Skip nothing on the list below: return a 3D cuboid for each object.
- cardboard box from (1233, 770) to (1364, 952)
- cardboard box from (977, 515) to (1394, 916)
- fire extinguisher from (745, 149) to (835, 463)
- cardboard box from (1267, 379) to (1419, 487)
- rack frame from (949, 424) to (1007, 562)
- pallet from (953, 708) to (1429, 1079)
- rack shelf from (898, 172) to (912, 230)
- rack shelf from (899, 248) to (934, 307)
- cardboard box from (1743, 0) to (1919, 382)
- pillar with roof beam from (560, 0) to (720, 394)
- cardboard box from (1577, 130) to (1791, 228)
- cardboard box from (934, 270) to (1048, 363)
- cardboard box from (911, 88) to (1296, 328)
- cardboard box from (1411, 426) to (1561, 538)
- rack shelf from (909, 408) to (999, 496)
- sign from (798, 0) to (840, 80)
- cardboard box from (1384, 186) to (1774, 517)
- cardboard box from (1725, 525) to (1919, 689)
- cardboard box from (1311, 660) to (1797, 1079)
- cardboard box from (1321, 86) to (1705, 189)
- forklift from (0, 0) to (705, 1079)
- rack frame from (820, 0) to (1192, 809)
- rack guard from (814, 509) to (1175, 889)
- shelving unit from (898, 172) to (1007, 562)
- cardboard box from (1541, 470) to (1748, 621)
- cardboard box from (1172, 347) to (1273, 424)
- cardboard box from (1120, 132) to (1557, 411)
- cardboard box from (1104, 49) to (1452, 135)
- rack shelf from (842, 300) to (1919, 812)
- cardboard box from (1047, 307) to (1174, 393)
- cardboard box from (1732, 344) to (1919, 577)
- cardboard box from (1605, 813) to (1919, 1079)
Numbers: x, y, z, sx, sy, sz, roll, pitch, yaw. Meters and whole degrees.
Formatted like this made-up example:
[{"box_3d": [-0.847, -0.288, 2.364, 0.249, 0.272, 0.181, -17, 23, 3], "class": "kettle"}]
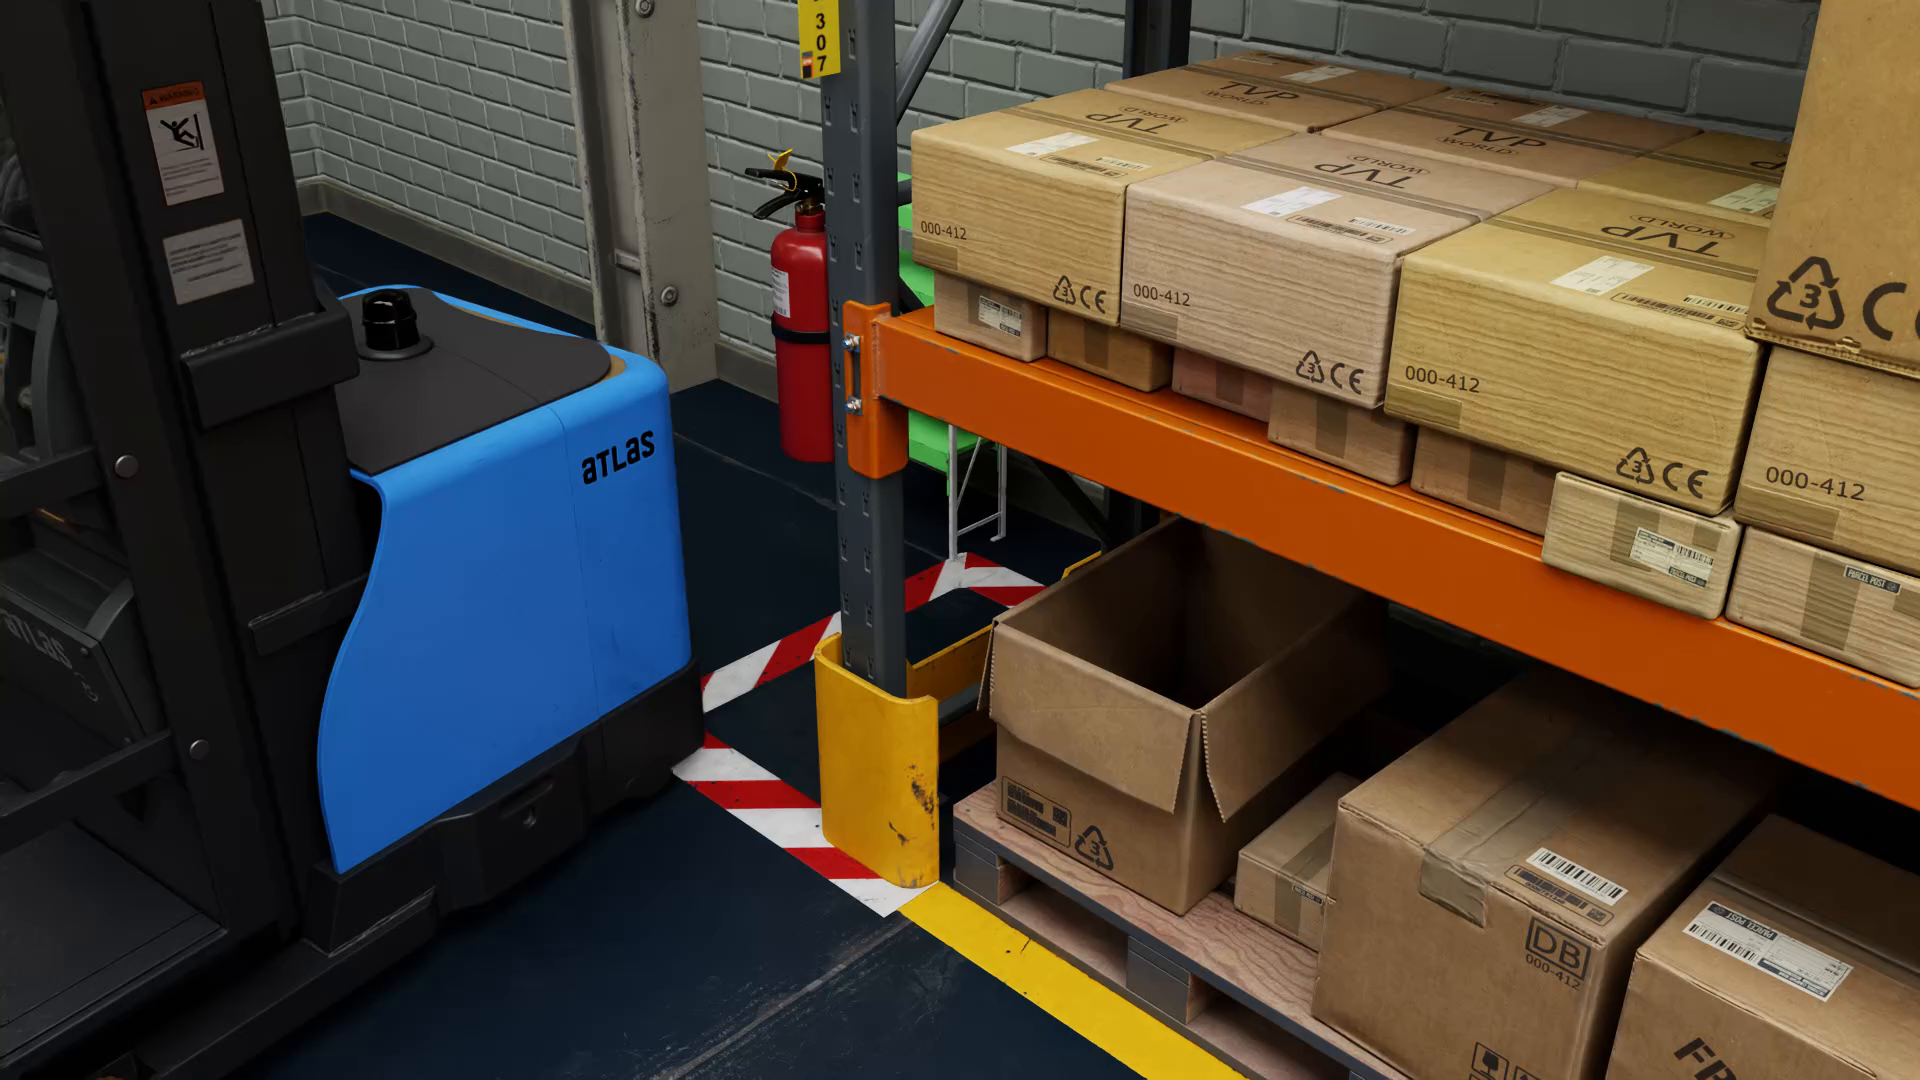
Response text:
[{"box_3d": [0.771, 0.656, 3.391, 0.250, 0.149, 0.380, 23, 35, 37], "class": "cardboard box"}, {"box_3d": [0.495, 0.348, 3.597, 0.637, 0.503, 0.797, 23, 35, 37], "class": "cardboard box"}, {"box_3d": [-0.304, -0.498, 3.457, 0.183, 0.674, 0.296, 25, 36, 38], "class": "fire extinguisher"}, {"box_3d": [0.730, -0.248, 2.769, 0.380, 0.149, 0.250, -24, 36, -38], "class": "cardboard box"}, {"box_3d": [0.056, -0.506, 4.922, 0.015, 1.200, 0.240, 25, 36, 38], "class": "rack frame"}, {"box_3d": [0.749, 0.717, 3.660, 1.213, 0.211, 1.003, 25, 36, 38], "class": "pallet"}, {"box_3d": [-0.118, -0.953, 4.880, 0.480, 0.148, 0.258, 25, 36, 38], "class": "rack shelf"}, {"box_3d": [-0.118, -0.741, 4.992, 0.480, 0.148, 0.258, 25, 36, 38], "class": "rack shelf"}, {"box_3d": [1.330, -0.473, 1.962, 0.500, 0.500, 0.500, -24, 36, -38], "class": "cardboard box"}, {"box_3d": [-4.184, -3.208, 1.681, 0.400, 9.000, 9.100, 25, 36, 38], "class": "pillar with roof beam"}, {"box_3d": [1.356, -0.474, 2.769, 0.500, 0.250, 0.500, -24, 36, -38], "class": "cardboard box"}, {"box_3d": [0.167, -0.493, 3.234, 0.250, 0.149, 0.380, 24, 36, 38], "class": "cardboard box"}, {"box_3d": [0.260, -0.630, 3.067, 0.500, 0.250, 0.500, 25, 37, 39], "class": "cardboard box"}, {"box_3d": [0.924, -0.163, 2.607, 0.380, 0.149, 0.250, -25, 36, -38], "class": "cardboard box"}, {"box_3d": [-0.118, -0.316, 5.215, 0.480, 0.148, 0.258, 25, 36, 38], "class": "rack shelf"}, {"box_3d": [-0.255, -1.005, 3.009, 0.005, 0.325, 0.100, 25, 36, 38], "class": "sign"}, {"box_3d": [0.983, -0.301, 2.442, 0.500, 0.250, 0.500, 24, 36, 37], "class": "cardboard box"}, {"box_3d": [1.253, 0.023, 2.253, 0.380, 0.149, 0.250, -24, 36, -38], "class": "cardboard box"}, {"box_3d": [1.077, 0.641, 3.042, 0.700, 0.500, 0.500, -24, 36, -37], "class": "cardboard box"}, {"box_3d": [1.006, -0.637, 3.080, 0.500, 0.250, 0.500, 25, 36, 39], "class": "cardboard box"}, {"box_3d": [-1.916, -0.325, 2.720, 1.130, 2.935, 3.031, 19, 33, 32], "class": "forklift"}, {"box_3d": [0.125, -0.802, 3.553, 0.127, 3.000, 1.000, 25, 36, 38], "class": "rack frame"}, {"box_3d": [0.179, 0.329, 4.087, 0.348, 0.500, 1.175, 25, 36, 38], "class": "rack guard"}, {"box_3d": [-0.118, -0.585, 5.074, 0.503, 1.200, 0.258, 25, 36, 38], "class": "shelving unit"}, {"box_3d": [1.051, -0.056, 2.403, 0.250, 0.149, 0.380, 23, 36, 37], "class": "cardboard box"}, {"box_3d": [0.593, -0.351, 2.964, 0.250, 0.149, 0.380, 24, 36, 38], "class": "cardboard box"}, {"box_3d": [0.620, -0.466, 2.754, 0.500, 0.250, 0.500, -25, 37, -39], "class": "cardboard box"}, {"box_3d": [0.639, -0.805, 3.400, 0.500, 0.250, 0.500, -24, 36, -38], "class": "cardboard box"}, {"box_3d": [1.551, 0.169, 2.479, 4.000, 0.370, 1.077, 25, 36, 38], "class": "rack shelf"}, {"box_3d": [0.381, -0.425, 3.105, 0.380, 0.149, 0.250, -24, 36, -38], "class": "cardboard box"}, {"box_3d": [1.363, -0.142, 2.138, 0.500, 0.250, 0.500, 23, 36, 37], "class": "cardboard box"}, {"box_3d": [1.384, 0.847, 2.651, 0.500, 0.500, 0.500, -24, 36, -38], "class": "cardboard box"}]
